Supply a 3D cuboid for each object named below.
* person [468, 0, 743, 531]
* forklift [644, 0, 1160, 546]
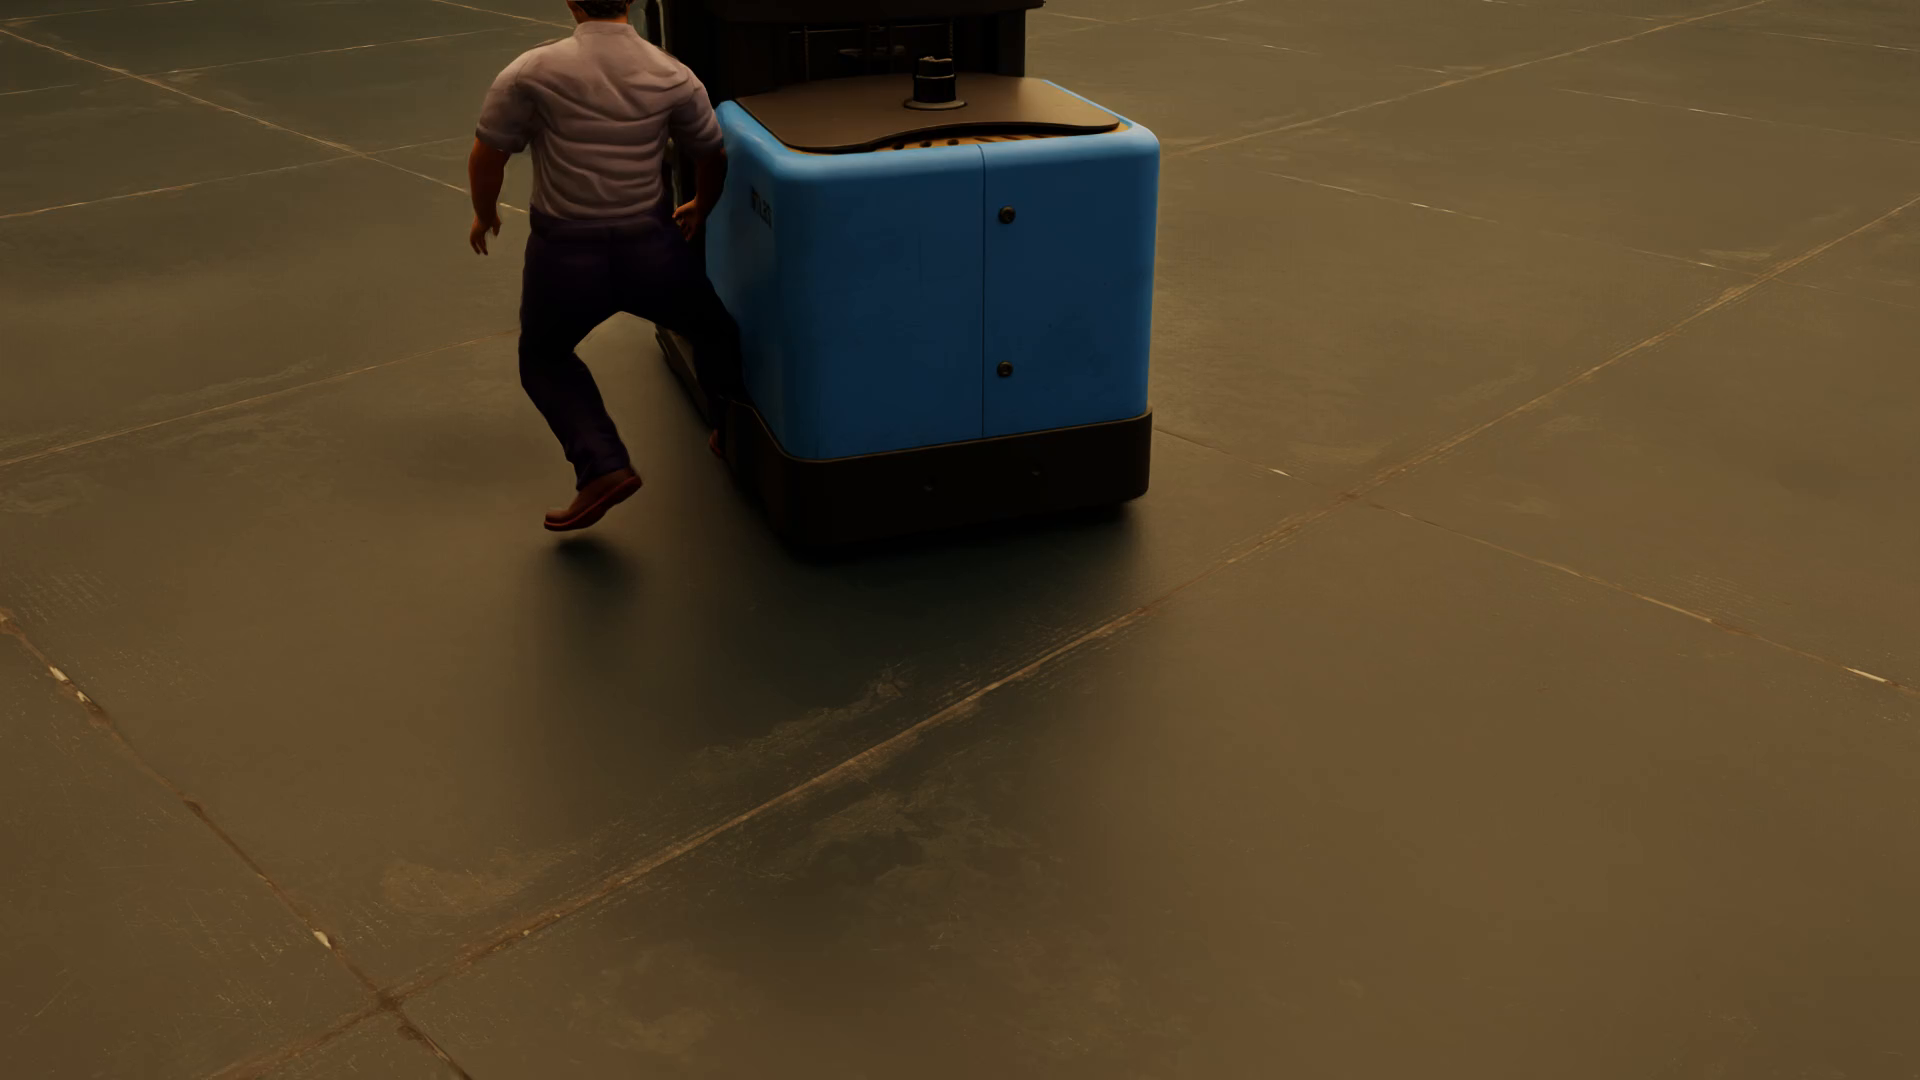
[{"bbox_3d":[-0.919,-0.813,4.465,0.763,1.523,0.640,-7,27,-14],"label":"person"},{"bbox_3d":[-0.435,-1.928,5.145,1.130,2.935,3.031,-9,27,-17],"label":"forklift"}]
